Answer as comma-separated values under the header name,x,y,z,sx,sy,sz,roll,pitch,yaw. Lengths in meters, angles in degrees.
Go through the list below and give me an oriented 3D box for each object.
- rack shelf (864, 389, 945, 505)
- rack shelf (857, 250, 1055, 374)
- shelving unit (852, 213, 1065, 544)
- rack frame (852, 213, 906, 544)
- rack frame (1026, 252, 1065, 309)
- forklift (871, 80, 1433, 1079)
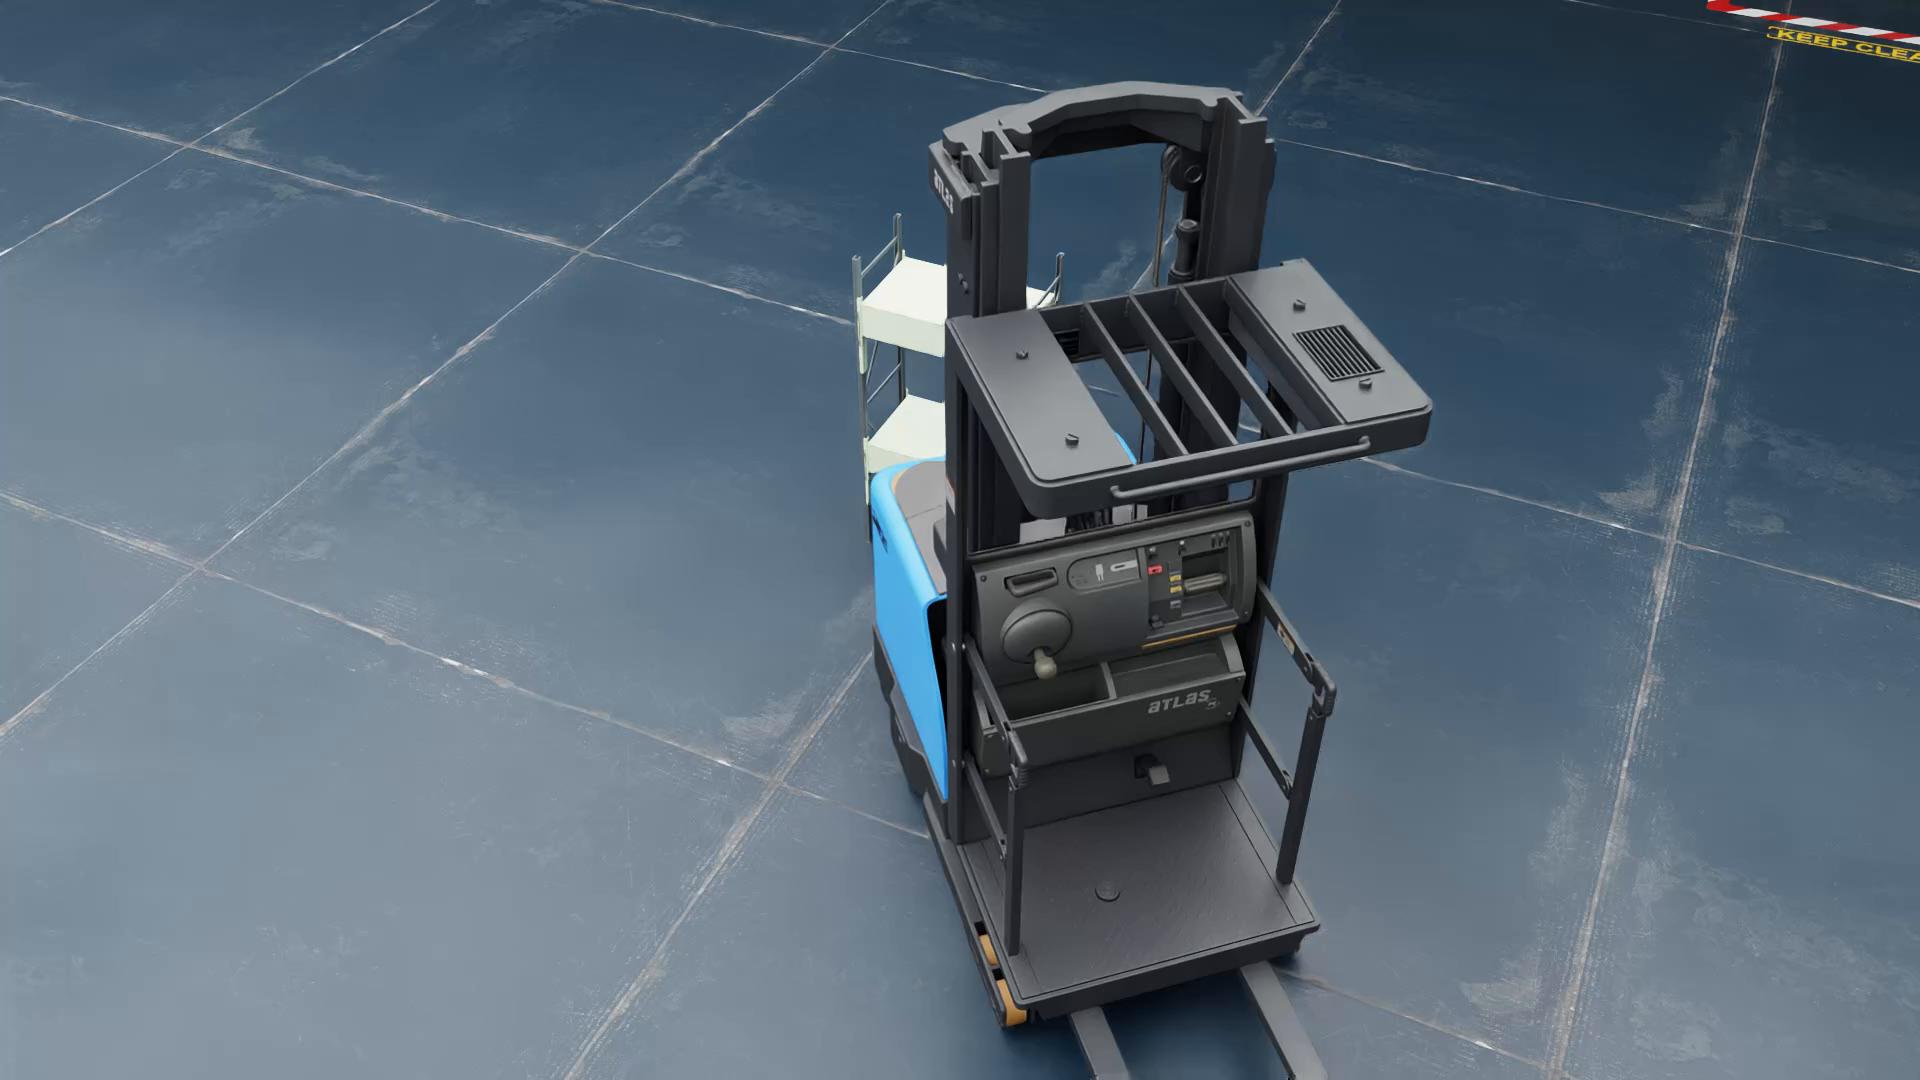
name,x,y,z,sx,sy,sz,roll,pitch,yaw
rack shelf,-0.006,-0.322,7.358,0.720,0.370,0.431,17,44,19
rack shelf,-0.006,-0.863,6.889,0.720,0.370,0.431,17,44,19
shelving unit,-0.006,-0.569,7.145,0.755,1.500,0.431,17,44,19
rack frame,-0.338,-0.670,7.262,0.023,1.500,0.400,17,44,19
rack frame,0.326,-0.467,7.028,0.023,1.500,0.400,17,44,19
forklift,0.565,0.261,5.095,1.130,2.935,3.031,-11,42,-13
